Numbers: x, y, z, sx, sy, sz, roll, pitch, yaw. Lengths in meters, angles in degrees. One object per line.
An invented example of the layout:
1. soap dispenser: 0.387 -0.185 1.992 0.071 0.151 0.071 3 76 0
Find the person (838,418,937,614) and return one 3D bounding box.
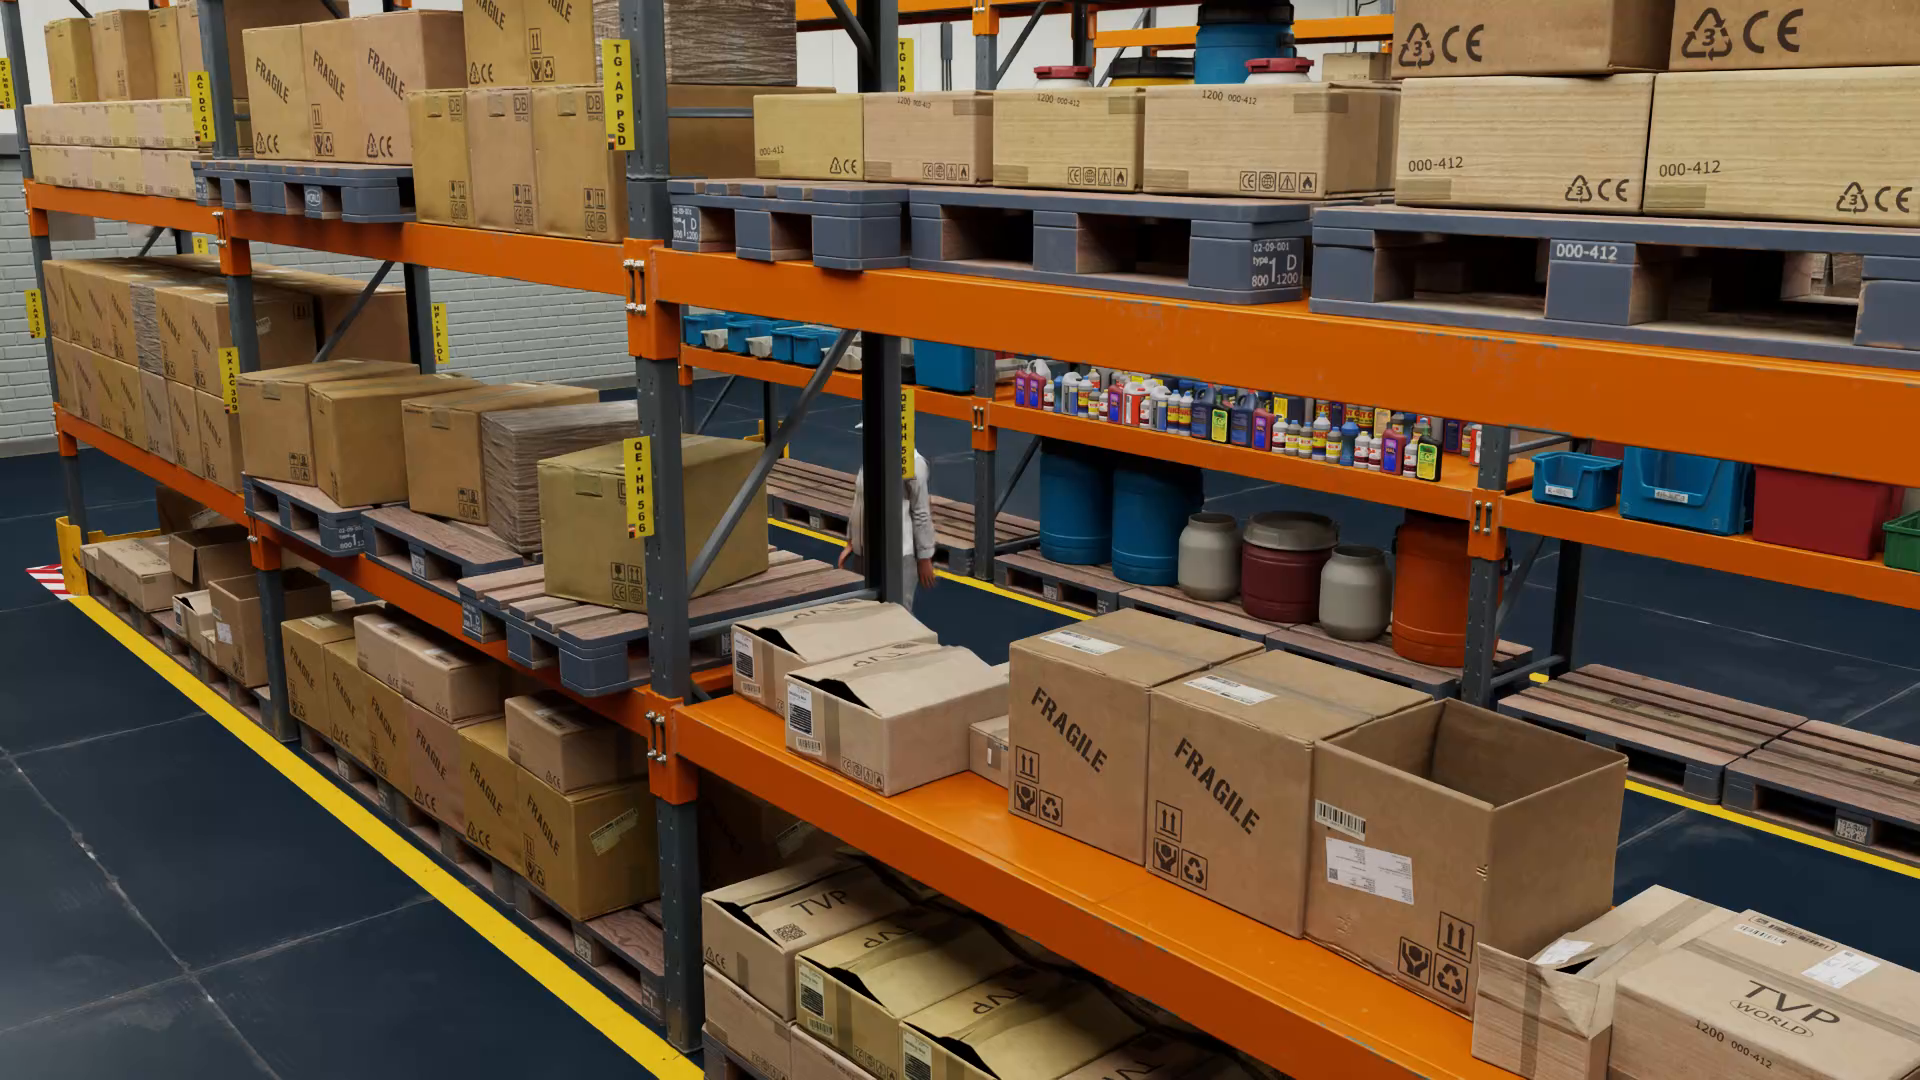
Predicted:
1. person: -0.360 0.074 9.144 0.608 1.748 0.567 -11 17 -36
